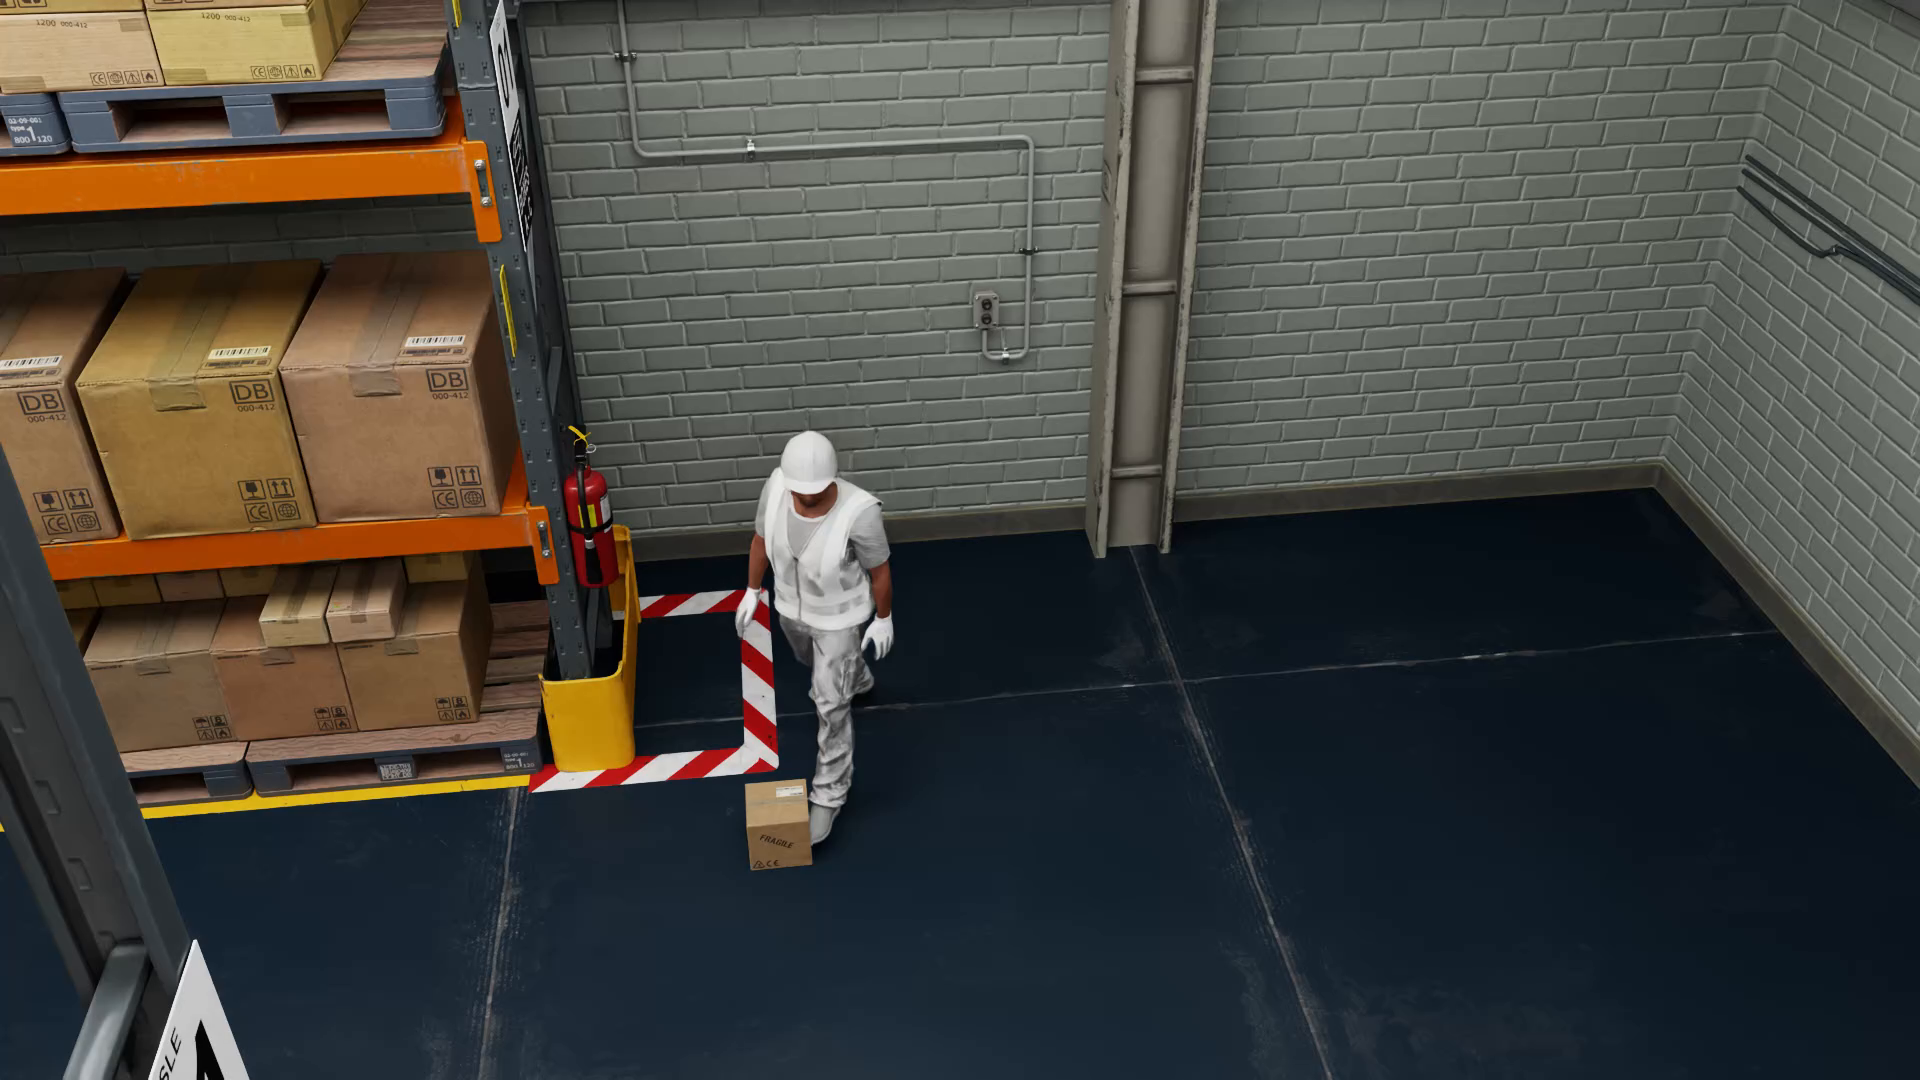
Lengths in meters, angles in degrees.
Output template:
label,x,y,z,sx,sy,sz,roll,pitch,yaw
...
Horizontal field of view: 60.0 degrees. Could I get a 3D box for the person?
label,x,y,z,sx,sy,sz,roll,pitch,yaw
person,-0.563,0.261,6.754,0.622,1.751,0.954,20,39,27
